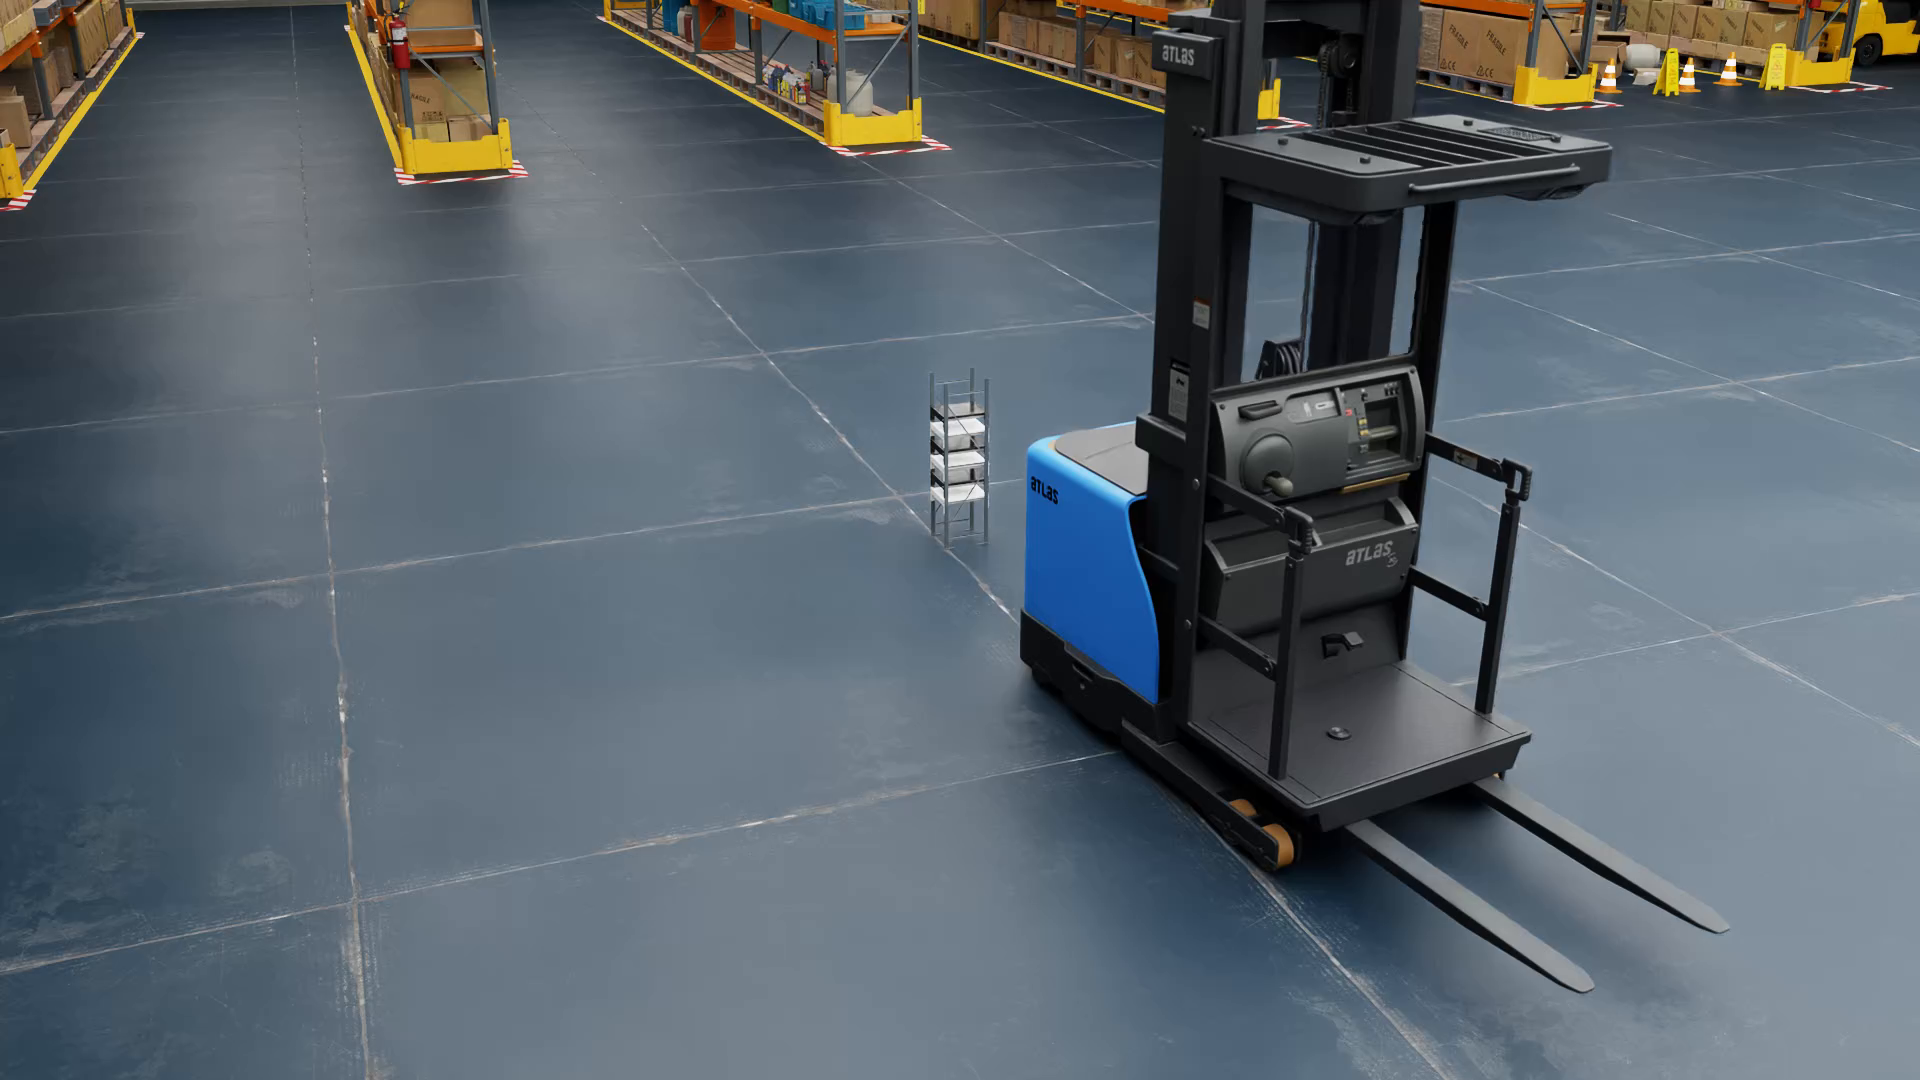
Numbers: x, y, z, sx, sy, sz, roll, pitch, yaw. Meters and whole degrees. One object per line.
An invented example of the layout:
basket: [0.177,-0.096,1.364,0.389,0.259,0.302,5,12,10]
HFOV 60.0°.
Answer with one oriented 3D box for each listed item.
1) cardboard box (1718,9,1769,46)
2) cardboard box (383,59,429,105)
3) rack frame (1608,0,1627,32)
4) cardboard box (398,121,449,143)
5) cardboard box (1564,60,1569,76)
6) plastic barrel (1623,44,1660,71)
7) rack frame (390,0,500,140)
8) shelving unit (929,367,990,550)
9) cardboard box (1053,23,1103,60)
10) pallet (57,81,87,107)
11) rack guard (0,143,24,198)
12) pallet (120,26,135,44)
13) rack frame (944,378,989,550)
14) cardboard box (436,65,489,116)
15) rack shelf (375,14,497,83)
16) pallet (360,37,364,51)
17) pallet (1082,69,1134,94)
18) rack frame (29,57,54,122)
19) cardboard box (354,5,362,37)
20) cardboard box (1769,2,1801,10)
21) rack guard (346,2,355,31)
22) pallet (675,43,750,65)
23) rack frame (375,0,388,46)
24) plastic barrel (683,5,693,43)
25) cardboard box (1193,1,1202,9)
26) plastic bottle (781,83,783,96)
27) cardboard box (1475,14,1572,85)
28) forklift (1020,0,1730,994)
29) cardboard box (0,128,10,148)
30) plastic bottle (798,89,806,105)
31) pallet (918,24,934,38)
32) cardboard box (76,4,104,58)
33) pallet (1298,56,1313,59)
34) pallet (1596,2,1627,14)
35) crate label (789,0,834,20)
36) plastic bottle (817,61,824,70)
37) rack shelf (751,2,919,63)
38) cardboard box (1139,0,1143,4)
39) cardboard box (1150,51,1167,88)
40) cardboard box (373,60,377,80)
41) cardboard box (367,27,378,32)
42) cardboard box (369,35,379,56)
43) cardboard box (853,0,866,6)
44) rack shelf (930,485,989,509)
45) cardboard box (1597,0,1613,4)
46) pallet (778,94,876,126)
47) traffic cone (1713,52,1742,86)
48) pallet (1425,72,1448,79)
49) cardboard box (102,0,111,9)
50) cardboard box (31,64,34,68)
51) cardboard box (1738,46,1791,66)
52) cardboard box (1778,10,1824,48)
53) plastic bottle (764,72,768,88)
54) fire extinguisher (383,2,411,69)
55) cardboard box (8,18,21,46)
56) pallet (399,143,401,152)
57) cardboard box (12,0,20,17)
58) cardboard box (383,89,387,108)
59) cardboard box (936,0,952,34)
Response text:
cardboard box: [12.202,-7.982,25.860,0.500,0.500,0.500,-7,24,-17]
cardboard box: [-6.633,-5.517,20.012,0.500,0.500,0.500,-8,24,-19]
rack frame: [11.504,-9.719,27.947,1.000,3.000,0.127,-8,24,-19]
cardboard box: [-6.089,-4.629,18.869,0.500,0.250,0.500,-8,24,-19]
cardboard box: [9.239,-7.371,25.897,0.396,0.266,0.258,-4,23,-10]
plastic barrel: [10.771,-7.621,26.287,0.512,0.421,0.421,8,24,18]
rack frame: [-5.623,-5.548,18.051,1.000,3.000,0.127,-8,24,-19]
shelving unit: [-0.003,-0.418,8.582,0.258,0.900,0.210,-8,24,-19]
cardboard box: [1.885,-7.812,26.074,0.700,0.500,0.500,-8,24,-19]
pallet: [-12.807,-6.205,23.199,1.003,0.211,1.213,-8,24,-19]
rack guard: [-10.283,-3.743,16.986,1.175,0.500,0.348,-8,24,-19]
pallet: [-15.553,-9.116,30.106,1.003,0.211,1.213,-8,24,-19]
rack frame: [0.033,-0.381,8.495,0.240,0.900,0.006,-8,24,-19]
cardboard box: [-5.783,-5.227,19.323,0.500,0.500,0.500,-8,24,-19]
rack shelf: [-6.329,-5.943,19.915,1.077,0.370,4.000,-8,24,-19]
pallet: [-10.104,-8.873,29.530,1.003,0.211,1.213,-8,24,-19]
pallet: [2.503,-6.835,24.695,1.003,0.211,1.213,-8,24,-19]
rack frame: [-11.669,-6.320,19.883,1.000,3.000,0.127,-8,24,-19]
cardboard box: [-10.329,-9.127,29.195,0.500,0.500,0.500,-8,24,-19]
cardboard box: [15.684,-9.972,31.063,0.875,0.625,0.625,-9,24,-20]
rack guard: [-11.248,-10.182,32.264,1.175,0.500,0.348,-8,24,-19]
pallet: [-4.131,-8.129,27.764,1.003,0.211,1.213,-8,24,-19]
rack frame: [-7.036,-7.001,21.499,1.000,3.000,0.127,-8,24,-19]
plastic barrel: [-4.402,-8.801,28.333,0.600,0.588,0.708,-8,24,-19]
cardboard box: [3.264,-6.956,21.715,0.380,0.149,0.250,-8,24,-19]
plastic bottle: [-2.359,-6.068,22.321,0.097,0.201,0.097,0,23,0]
cardboard box: [8.020,-7.001,23.694,0.875,0.875,0.875,-8,24,-19]
forklift: [1.417,-0.369,5.852,1.130,2.935,3.031,-12,26,-26]
cardboard box: [-10.618,-4.302,17.989,0.500,0.311,0.500,-6,24,-15]
plastic bottle: [-2.047,-5.747,21.559,0.097,0.201,0.097,0,23,0]
pallet: [-0.250,-9.711,31.518,1.003,0.211,1.213,-8,24,-19]
cardboard box: [-13.827,-7.889,25.833,0.750,0.750,0.750,-8,24,-17]
pallet: [6.131,-8.432,28.484,1.003,0.211,1.213,-8,24,-19]
pallet: [14.078,-11.289,35.262,1.003,0.211,1.213,-8,24,-19]
crate label: [-1.891,-6.874,21.152,0.502,0.435,0.616,-8,24,-19]
plastic bottle: [-1.904,-6.467,23.076,0.144,0.351,0.185,-9,24,-20]
rack shelf: [-1.694,-6.621,21.524,1.077,0.370,4.000,-8,24,-19]
cardboard box: [2.701,-7.496,22.997,0.380,0.149,0.250,-8,24,-19]
cardboard box: [2.994,-6.619,23.270,0.500,0.500,0.500,-6,24,-14]
cardboard box: [-8.171,-6.780,23.974,0.500,0.250,0.500,-9,24,-20]
cardboard box: [-8.999,-7.813,26.077,0.500,0.500,0.500,-7,24,-17]
cardboard box: [-8.345,-7.219,24.294,0.500,0.311,0.500,-9,24,-20]
cardboard box: [-1.705,-11.712,34.871,0.875,0.875,0.875,-8,24,-19]
rack shelf: [-0.003,-0.221,8.665,0.258,0.077,0.200,-8,24,-19]
cardboard box: [13.827,-11.580,35.039,0.500,0.500,0.500,-9,25,-21]
pallet: [-1.768,-5.701,22.004,1.003,0.211,1.213,-8,24,-19]
traffic cone: [11.558,-7.076,24.942,0.336,0.463,0.334,-8,24,-19]
pallet: [7.104,-7.431,26.109,1.003,0.211,1.213,-8,24,-19]
cardboard box: [-14.798,-9.193,28.541,0.380,0.149,0.250,-9,24,-20]
cardboard box: [-12.174,-5.817,21.342,0.700,0.500,0.500,-9,24,-20]
cardboard box: [12.371,-7.457,25.581,0.500,0.250,0.500,-8,24,-19]
cardboard box: [12.882,-7.877,25.611,0.500,0.500,0.500,-9,25,-21]
plastic bottle: [-2.662,-6.380,23.061,0.097,0.201,0.097,0,23,0]
fire extinguisher: [-6.016,-5.406,17.813,0.296,0.674,0.183,-8,24,-19]
cardboard box: [-10.679,-5.584,18.305,0.500,0.250,0.500,-8,24,-19]
pallet: [-5.932,-4.535,19.238,1.003,0.211,1.213,-8,24,-19]
cardboard box: [-10.863,-6.112,18.590,0.500,0.500,0.500,-9,24,-21]
cardboard box: [-7.156,-5.718,21.453,0.500,0.250,0.500,-8,24,-19]
cardboard box: [0.288,-9.606,29.873,1.225,0.875,0.875,-8,24,-19]
